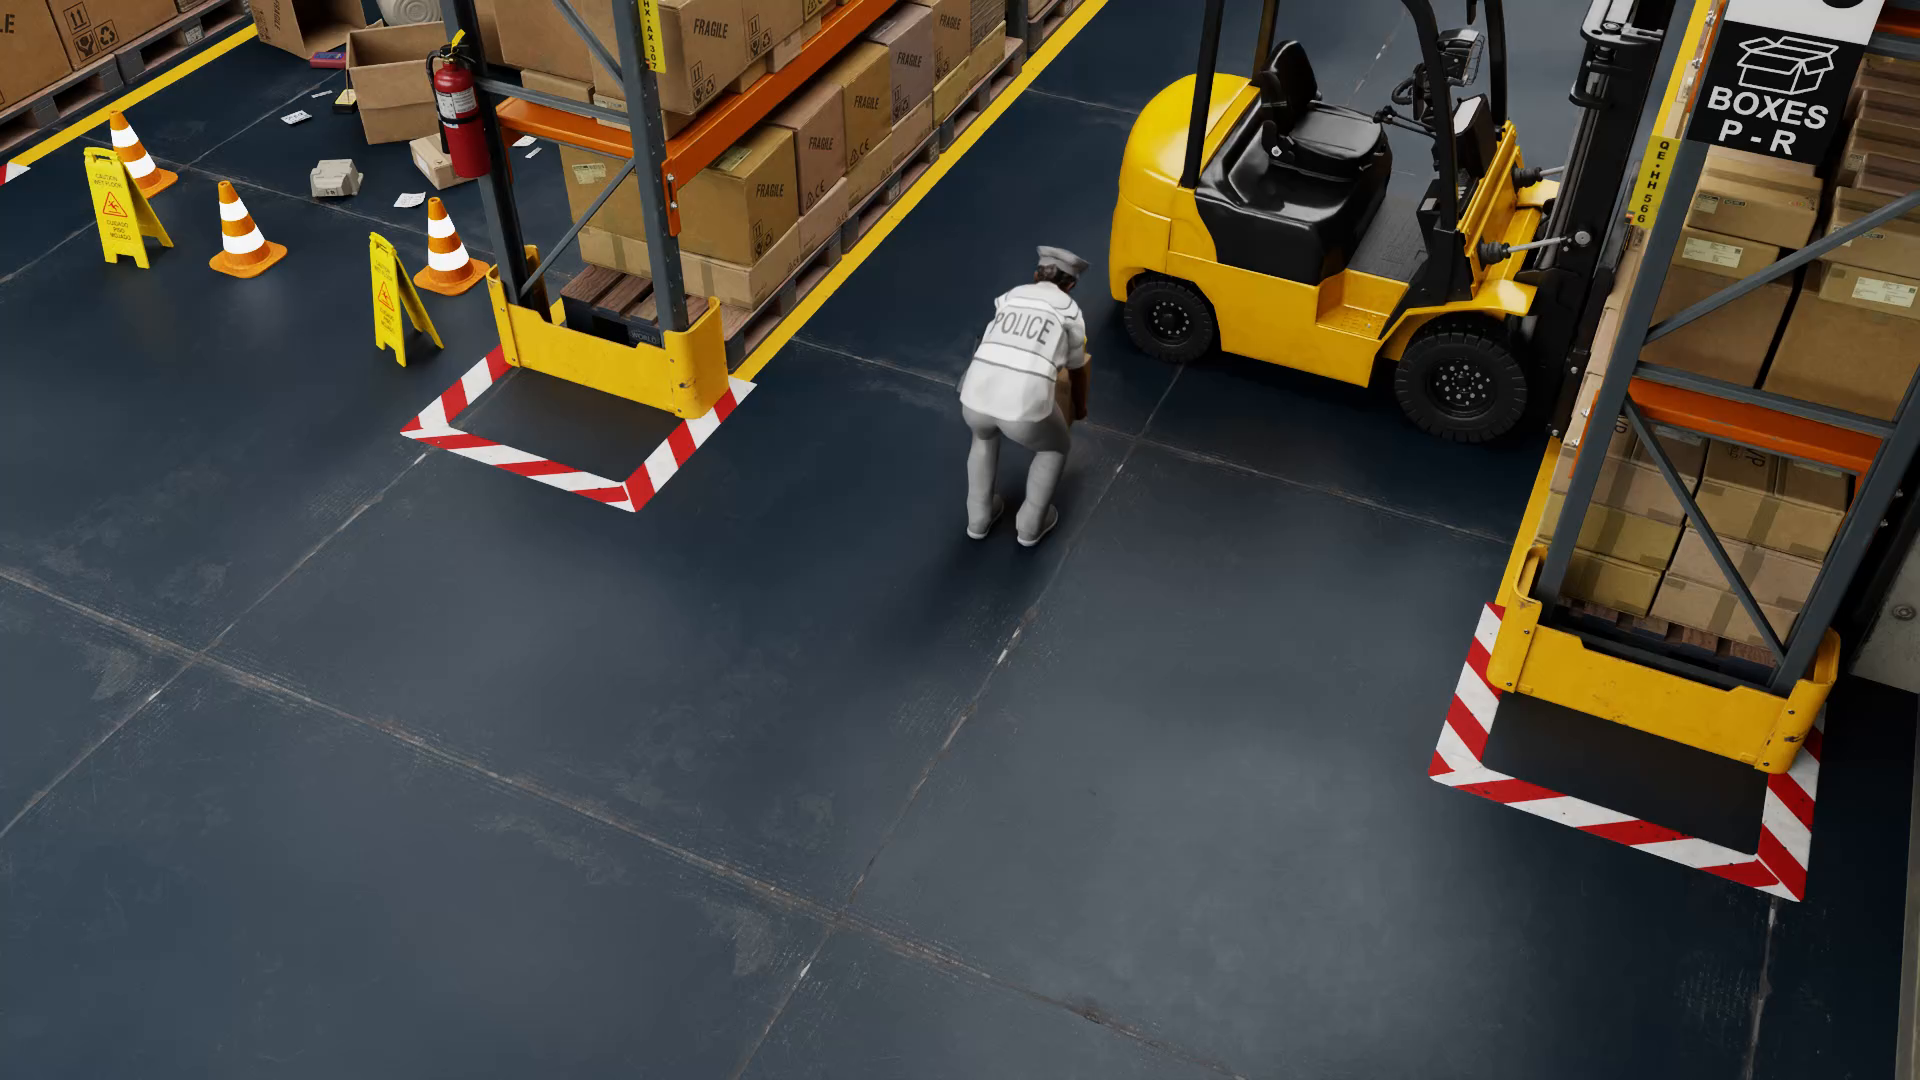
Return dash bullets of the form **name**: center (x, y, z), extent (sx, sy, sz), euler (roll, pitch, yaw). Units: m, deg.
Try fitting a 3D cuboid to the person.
- **person**: center (0.245, -0.694, 6.945), extent (0.415, 1.646, 0.555), euler (17, 45, 18)
